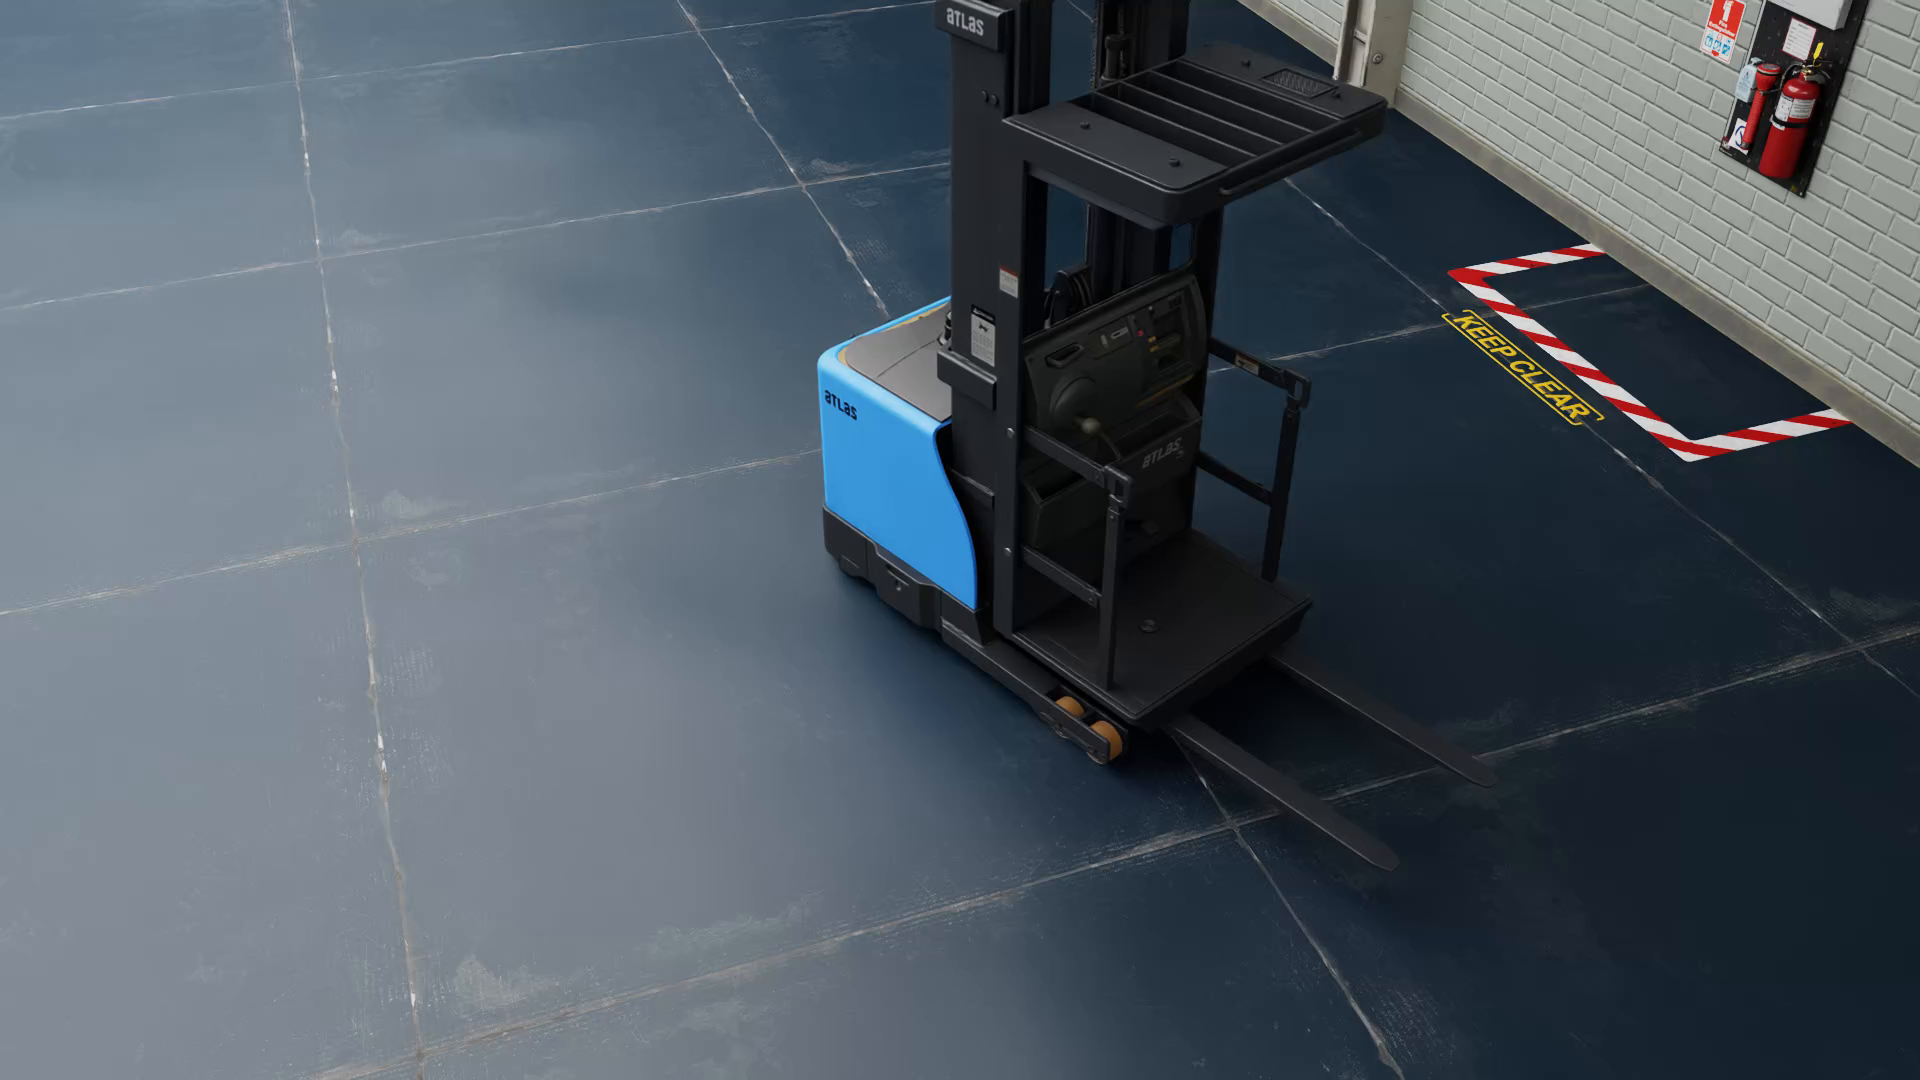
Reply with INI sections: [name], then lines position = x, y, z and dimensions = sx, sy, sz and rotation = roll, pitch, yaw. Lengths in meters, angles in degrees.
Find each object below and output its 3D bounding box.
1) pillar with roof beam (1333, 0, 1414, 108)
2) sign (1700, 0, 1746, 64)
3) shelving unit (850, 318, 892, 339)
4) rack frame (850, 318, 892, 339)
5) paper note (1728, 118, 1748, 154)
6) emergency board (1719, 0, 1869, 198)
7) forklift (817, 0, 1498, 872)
[pillar with roof beam]
position = -1.140, -5.873, 8.068
dimensions = 9.100, 9.000, 0.400
rotation = -12, 39, -16
[sign]
position = 4.059, -2.731, 8.852
dimensions = 0.001, 0.329, 0.234
rotation = -12, 39, -16
[shelving unit]
position = -0.334, -0.559, 7.745
dimensions = 0.258, 0.900, 0.210
rotation = -29, 45, -32
[rack frame]
position = -0.402, -0.605, 7.805
dimensions = 0.240, 0.900, 0.006
rotation = -29, 45, -32
[paper note]
position = 4.157, -2.145, 8.837
dimensions = 0.016, 0.148, 0.142
rotation = -12, 39, -16
[emergency board]
position = 4.153, -2.383, 8.420
dimensions = 0.194, 1.169, 0.643
rotation = -12, 39, -16
[forklift]
position = 0.742, -0.637, 6.160
dimensions = 1.130, 2.935, 3.031
rotation = -29, 46, -32
